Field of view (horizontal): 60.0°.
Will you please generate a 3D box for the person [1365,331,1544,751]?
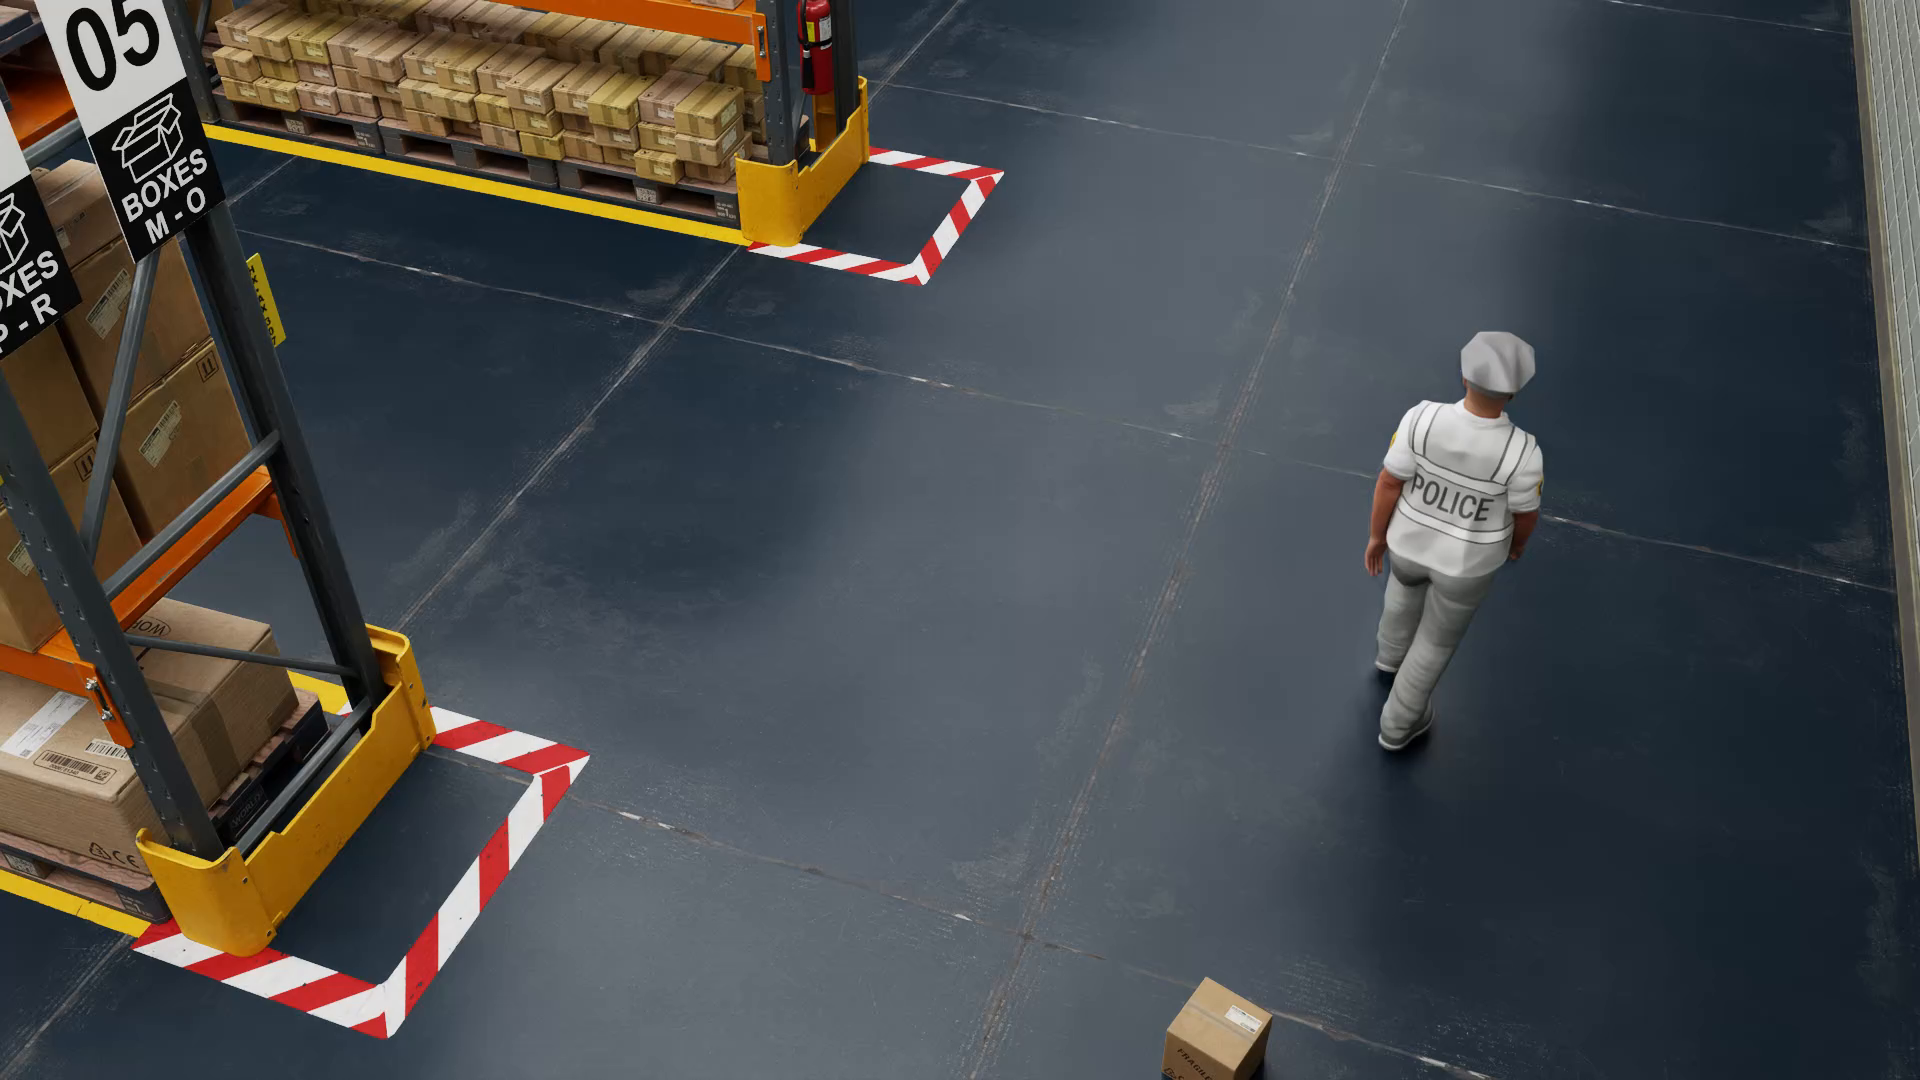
[{"bbox_3d":[1.805,0.024,6.143,0.548,1.841,0.628,25,47,26],"label":"person"}]
